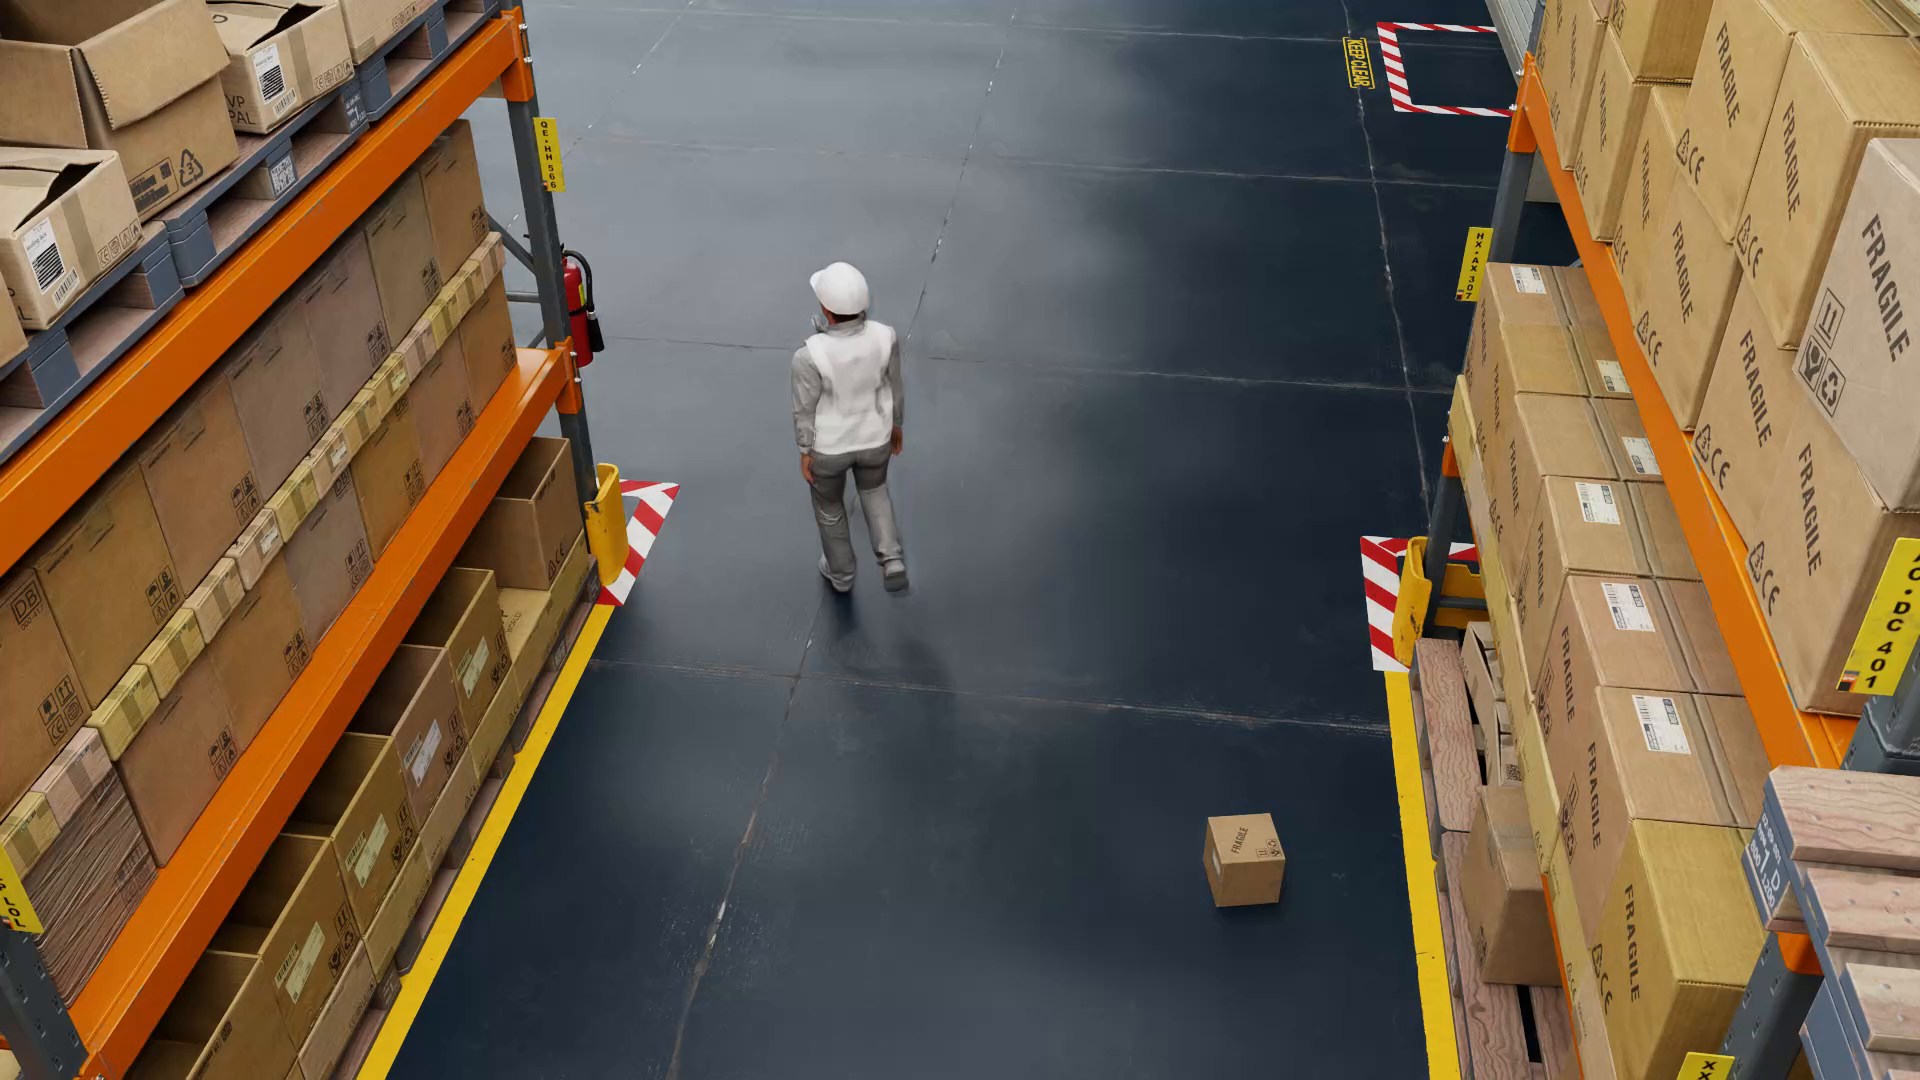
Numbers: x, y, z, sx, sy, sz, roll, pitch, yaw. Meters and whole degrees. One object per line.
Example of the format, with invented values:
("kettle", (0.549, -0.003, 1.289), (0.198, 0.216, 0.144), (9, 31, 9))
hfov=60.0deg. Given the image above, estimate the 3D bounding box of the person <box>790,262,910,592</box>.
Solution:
("person", (-0.505, -0.470, 7.624), (0.545, 1.759, 0.597), (-15, 38, -20))
